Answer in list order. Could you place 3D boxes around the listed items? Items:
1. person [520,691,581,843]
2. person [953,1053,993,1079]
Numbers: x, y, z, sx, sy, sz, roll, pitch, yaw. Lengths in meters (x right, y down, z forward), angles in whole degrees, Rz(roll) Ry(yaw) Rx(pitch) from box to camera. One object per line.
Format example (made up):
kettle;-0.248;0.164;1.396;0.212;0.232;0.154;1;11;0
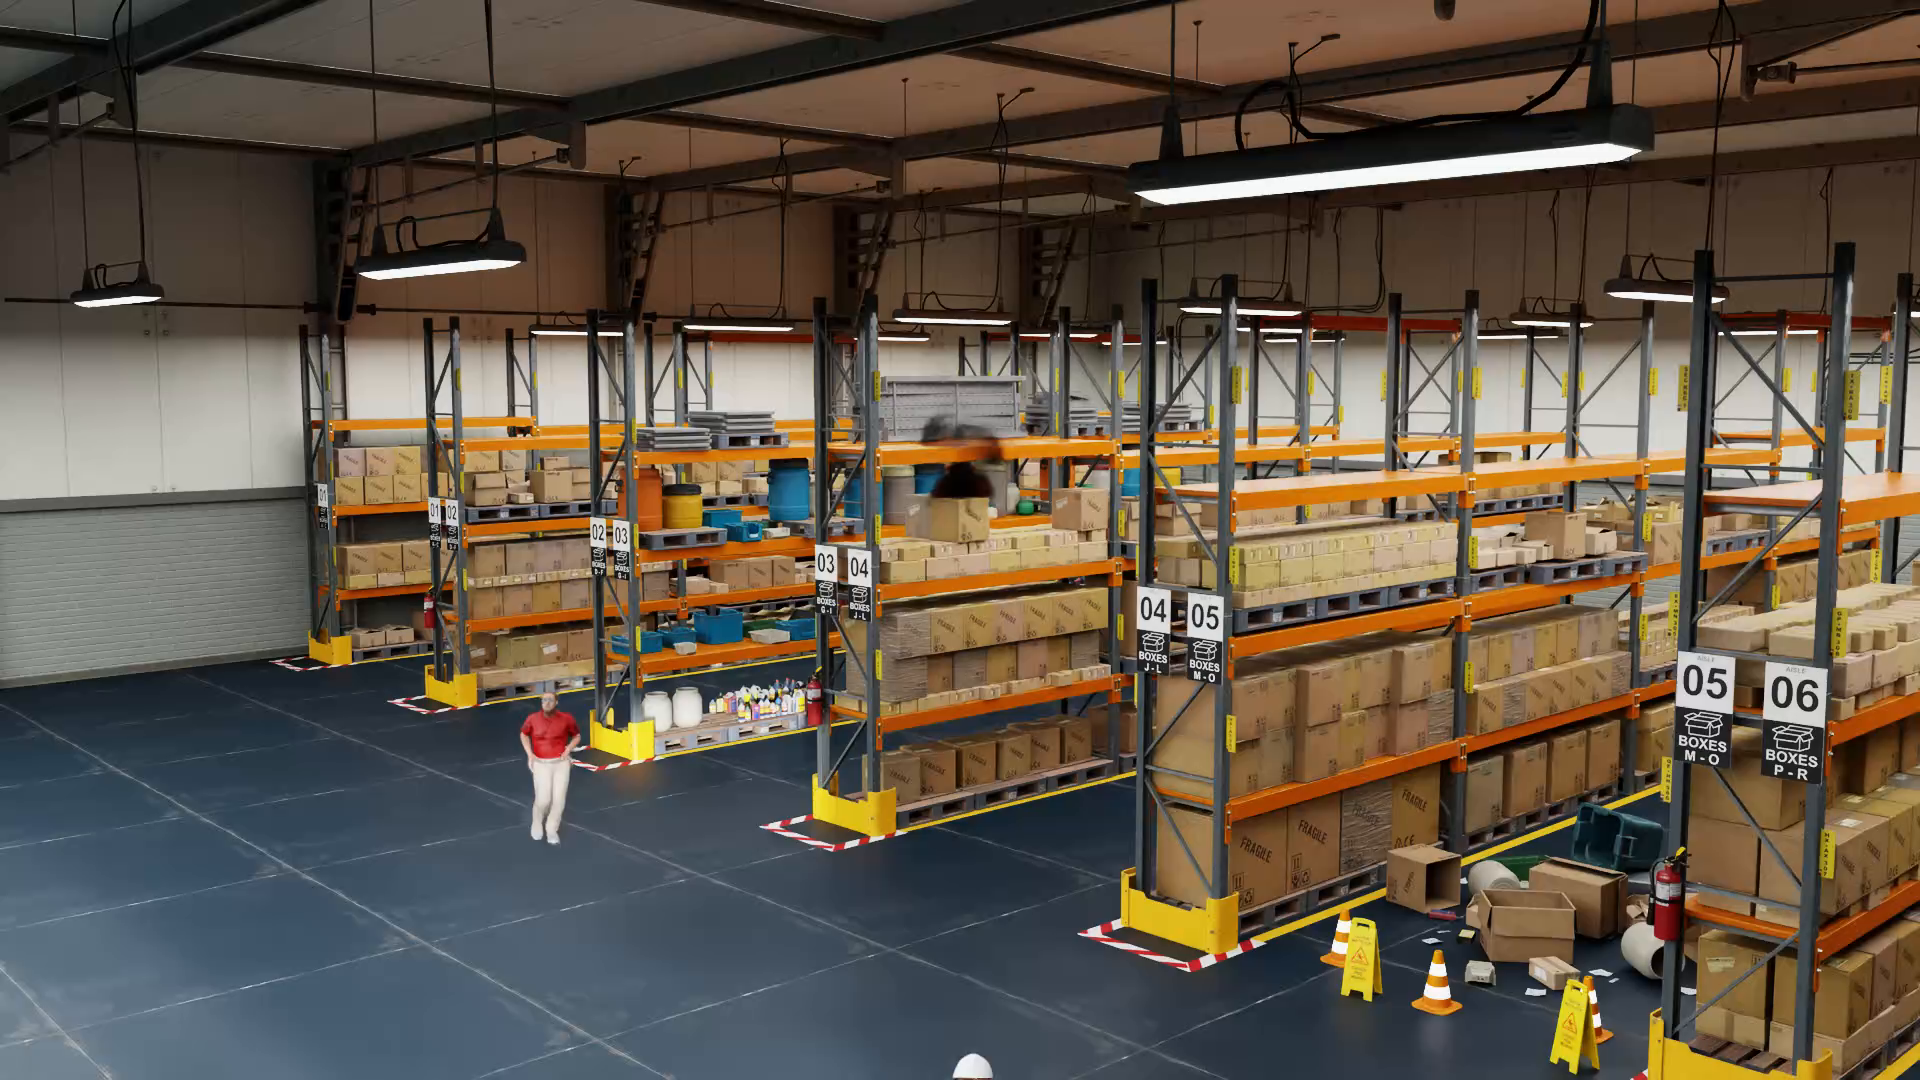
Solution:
person;-4.457;2.493;18.165;0.643;1.686;0.602;-2;6;-16
person;0.113;3.454;8.407;0.699;1.742;0.651;1;6;9
